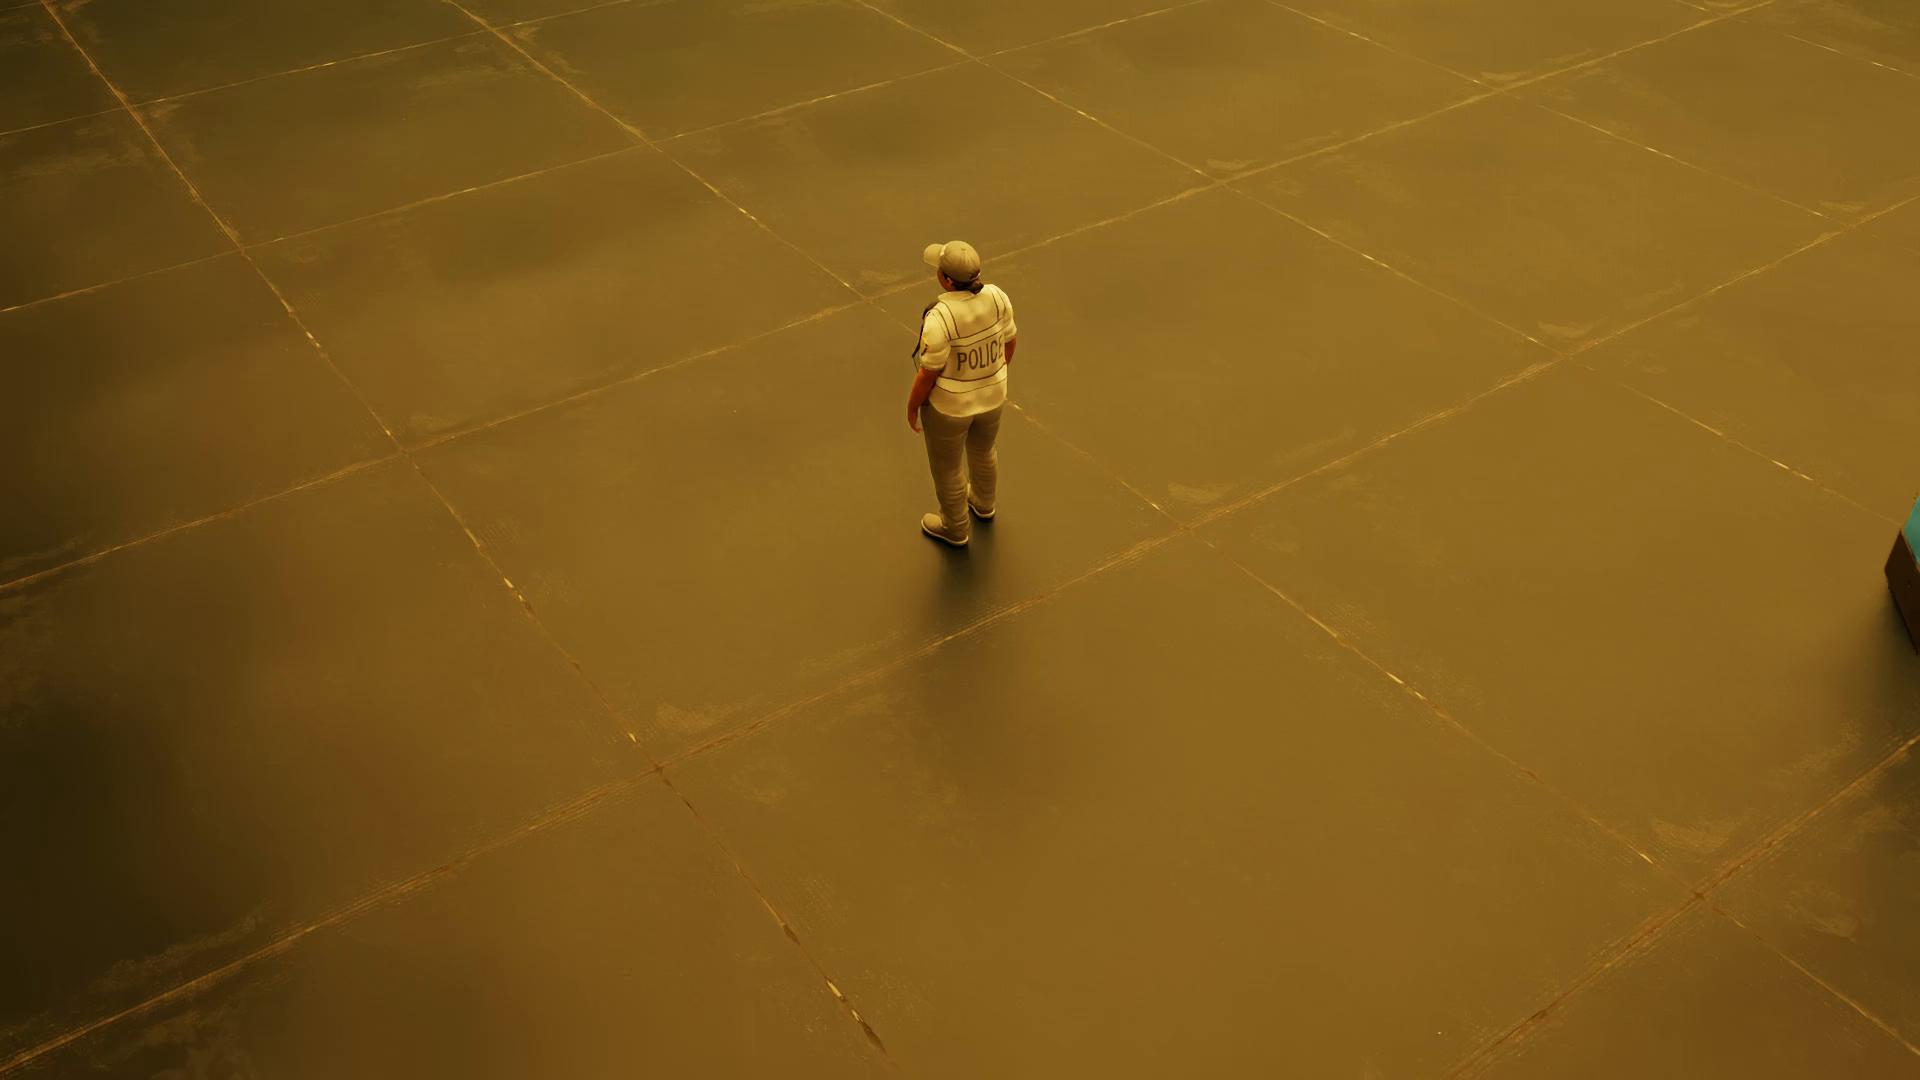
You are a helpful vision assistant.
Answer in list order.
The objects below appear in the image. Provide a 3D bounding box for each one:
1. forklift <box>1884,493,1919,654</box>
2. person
[{"bbox_3d":[5.902,-0.551,6.690,3.031,2.935,1.130,6,37,9],"label":"forklift"},{"bbox_3d":[-0.026,-0.721,7.971,0.598,1.670,0.529,-23,42,-28],"label":"person"}]
